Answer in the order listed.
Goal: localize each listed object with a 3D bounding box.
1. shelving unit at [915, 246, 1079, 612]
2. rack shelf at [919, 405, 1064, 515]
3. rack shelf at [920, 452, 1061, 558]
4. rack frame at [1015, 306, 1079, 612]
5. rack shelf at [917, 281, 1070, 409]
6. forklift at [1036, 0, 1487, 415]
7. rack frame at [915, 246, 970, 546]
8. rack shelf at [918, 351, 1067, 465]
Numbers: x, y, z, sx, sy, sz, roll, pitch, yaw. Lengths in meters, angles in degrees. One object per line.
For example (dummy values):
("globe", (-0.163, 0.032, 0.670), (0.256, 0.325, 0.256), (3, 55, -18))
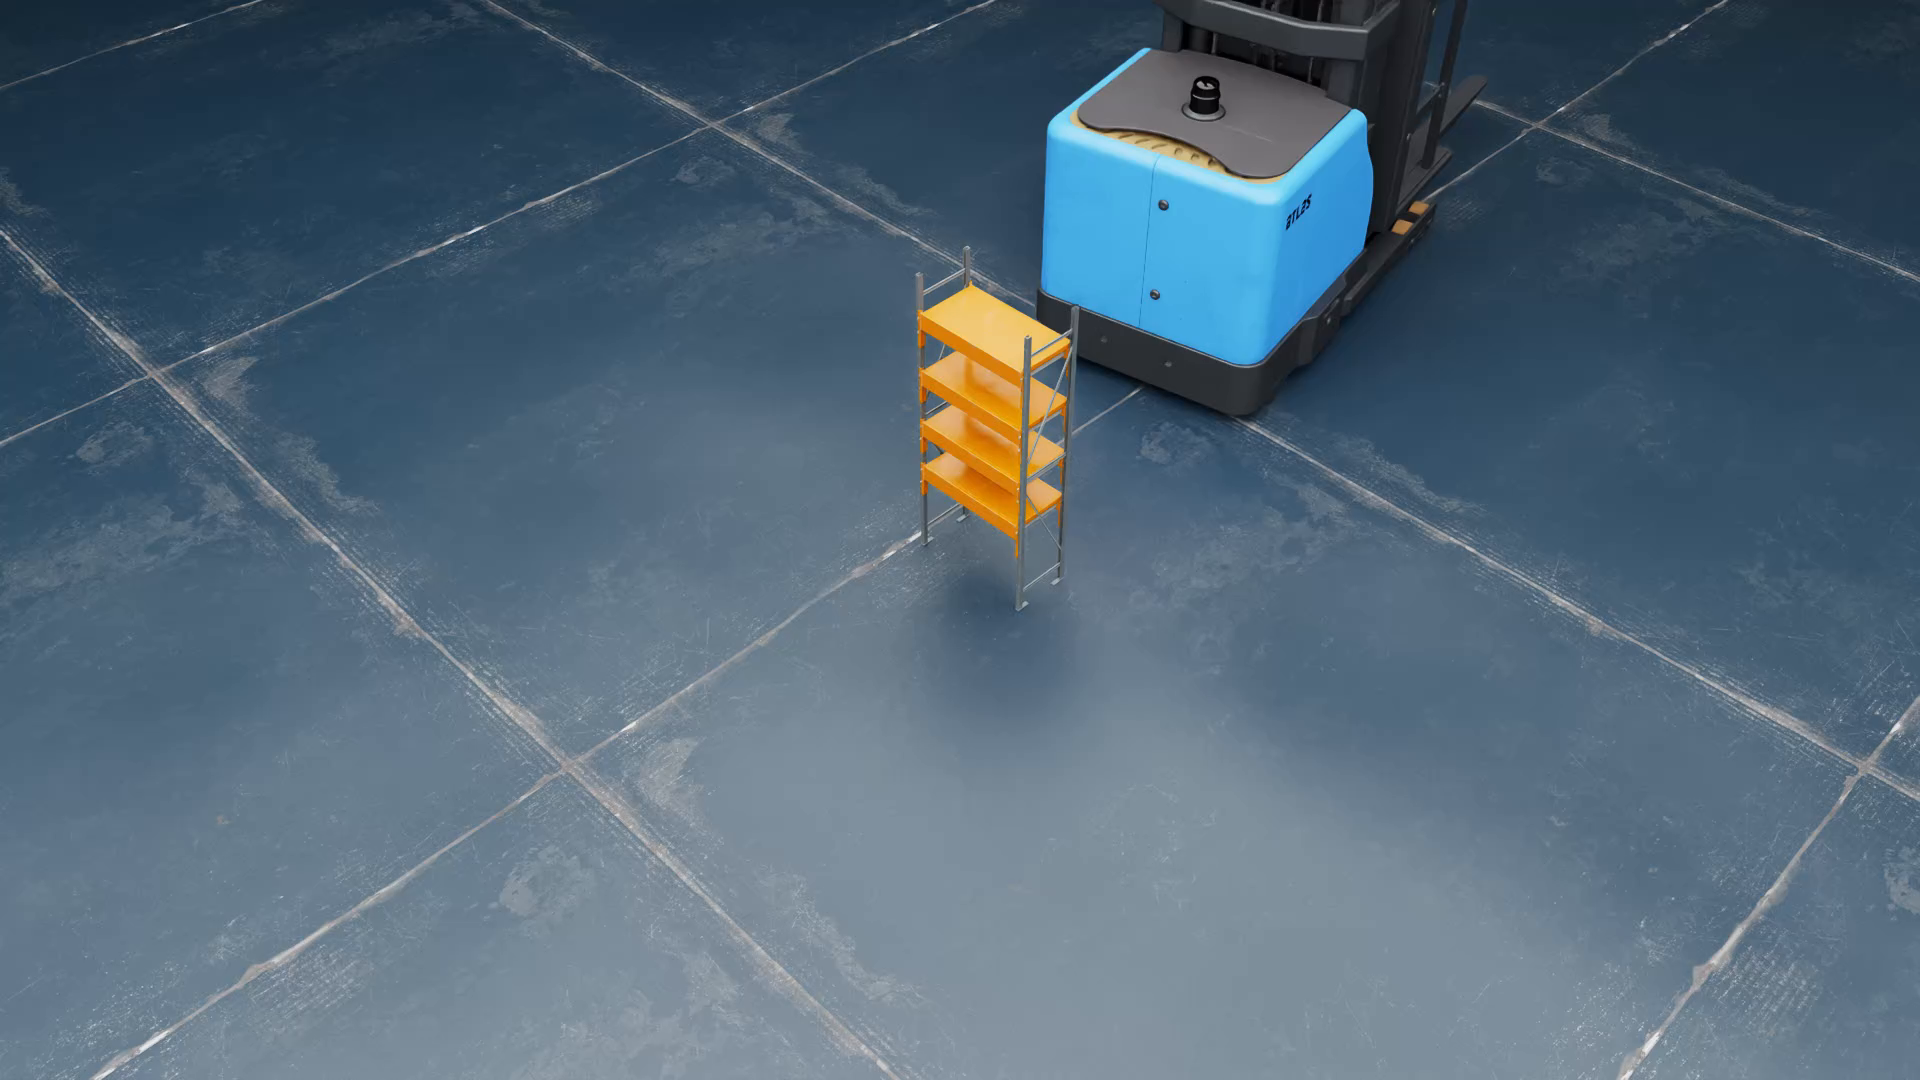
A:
("shelving unit", (0.117, -0.361, 5.757), (0.258, 1.200, 0.503), (-34, 53, -31))
("rack shelf", (0.117, -0.312, 5.802), (0.258, 0.148, 0.480), (-34, 53, -31))
("rack shelf", (0.117, -0.166, 5.937), (0.258, 0.148, 0.480), (-34, 53, -31))
("rack frame", (0.289, -0.244, 5.630), (0.240, 1.200, 0.015), (-34, 53, -31))
("rack shelf", (0.117, -0.650, 5.490), (0.258, 0.148, 0.480), (-34, 53, -31))
("forklift", (1.564, -2.547, 6.847), (1.130, 2.935, 3.031), (25, 48, 24))
("rack frame", (-0.055, -0.478, 5.884), (0.240, 1.200, 0.015), (-34, 53, -31))
("rack shelf", (0.117, -0.476, 5.651), (0.258, 0.148, 0.480), (-34, 53, -31))
